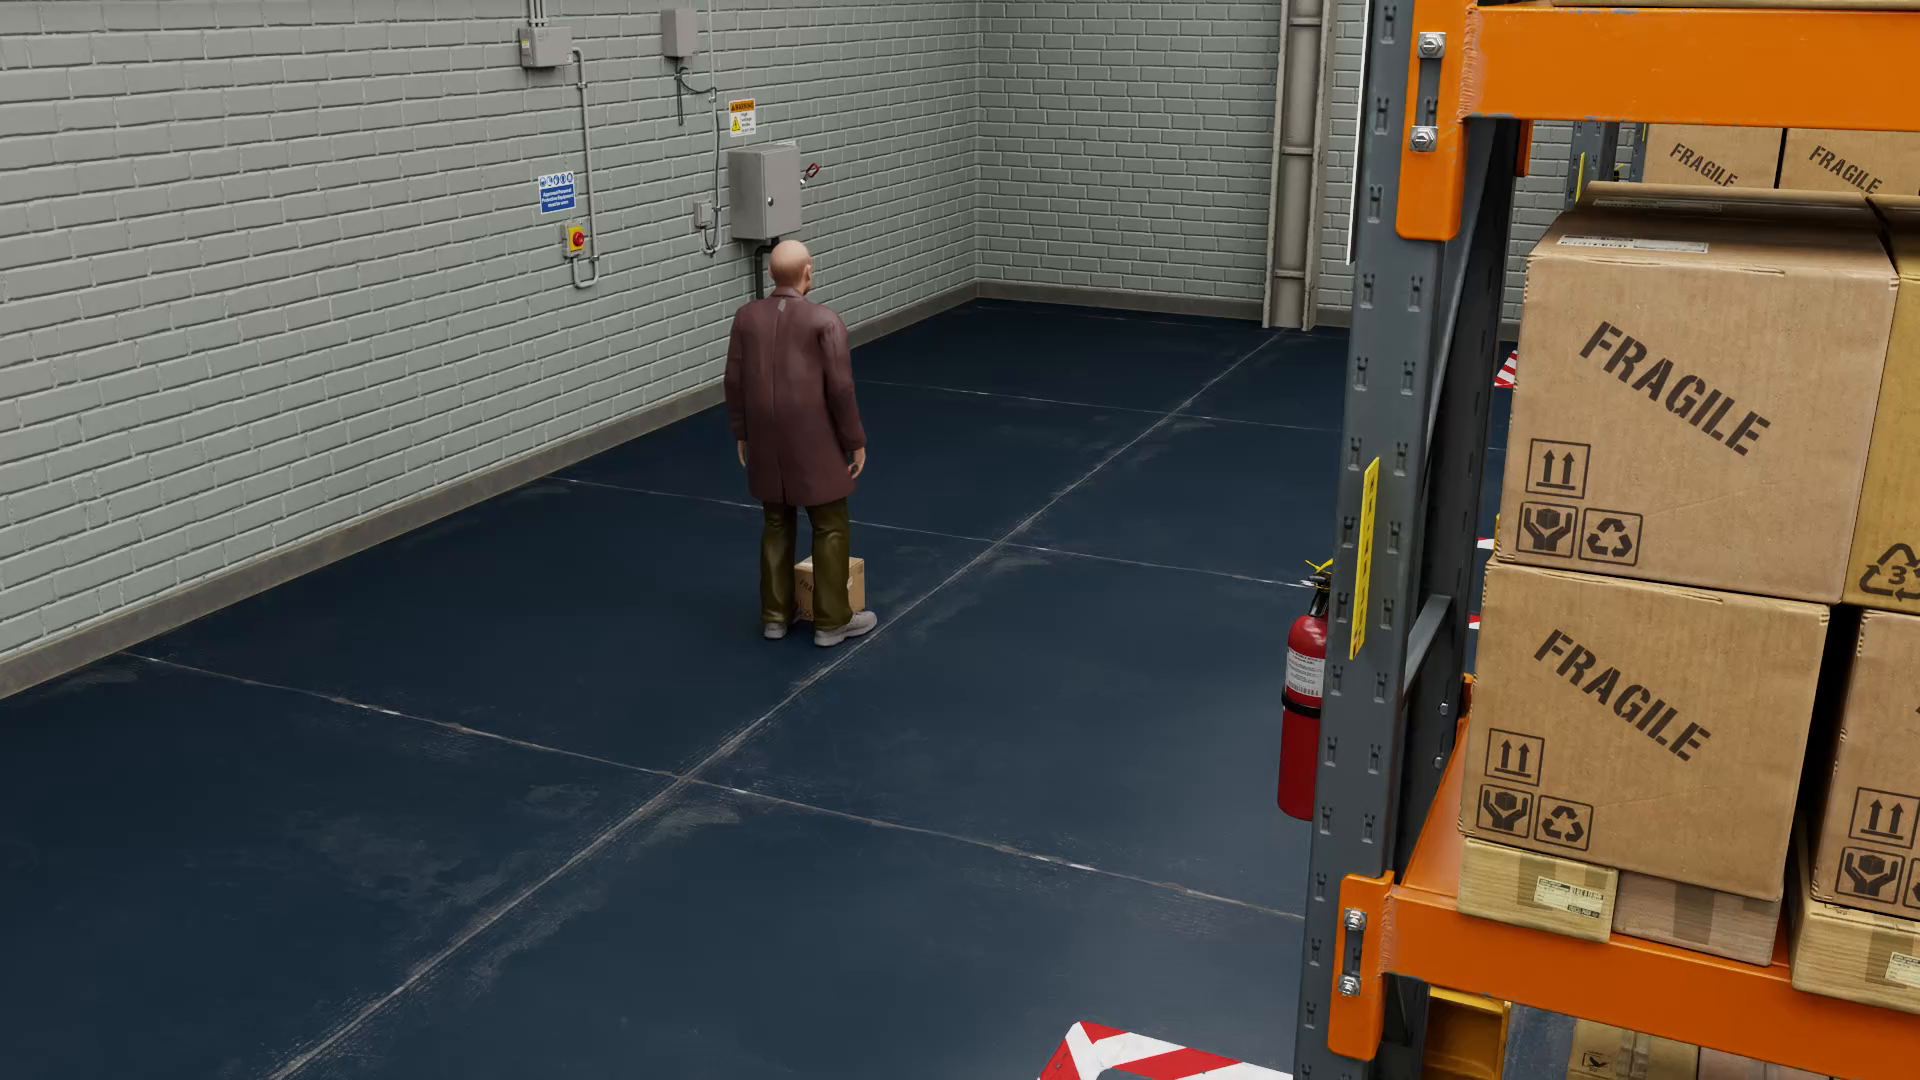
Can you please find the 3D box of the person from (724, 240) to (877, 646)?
[{"bbox_3d":[-0.723,-0.424,7.333,0.656,1.774,0.418,7,20,21],"label":"person"}]
